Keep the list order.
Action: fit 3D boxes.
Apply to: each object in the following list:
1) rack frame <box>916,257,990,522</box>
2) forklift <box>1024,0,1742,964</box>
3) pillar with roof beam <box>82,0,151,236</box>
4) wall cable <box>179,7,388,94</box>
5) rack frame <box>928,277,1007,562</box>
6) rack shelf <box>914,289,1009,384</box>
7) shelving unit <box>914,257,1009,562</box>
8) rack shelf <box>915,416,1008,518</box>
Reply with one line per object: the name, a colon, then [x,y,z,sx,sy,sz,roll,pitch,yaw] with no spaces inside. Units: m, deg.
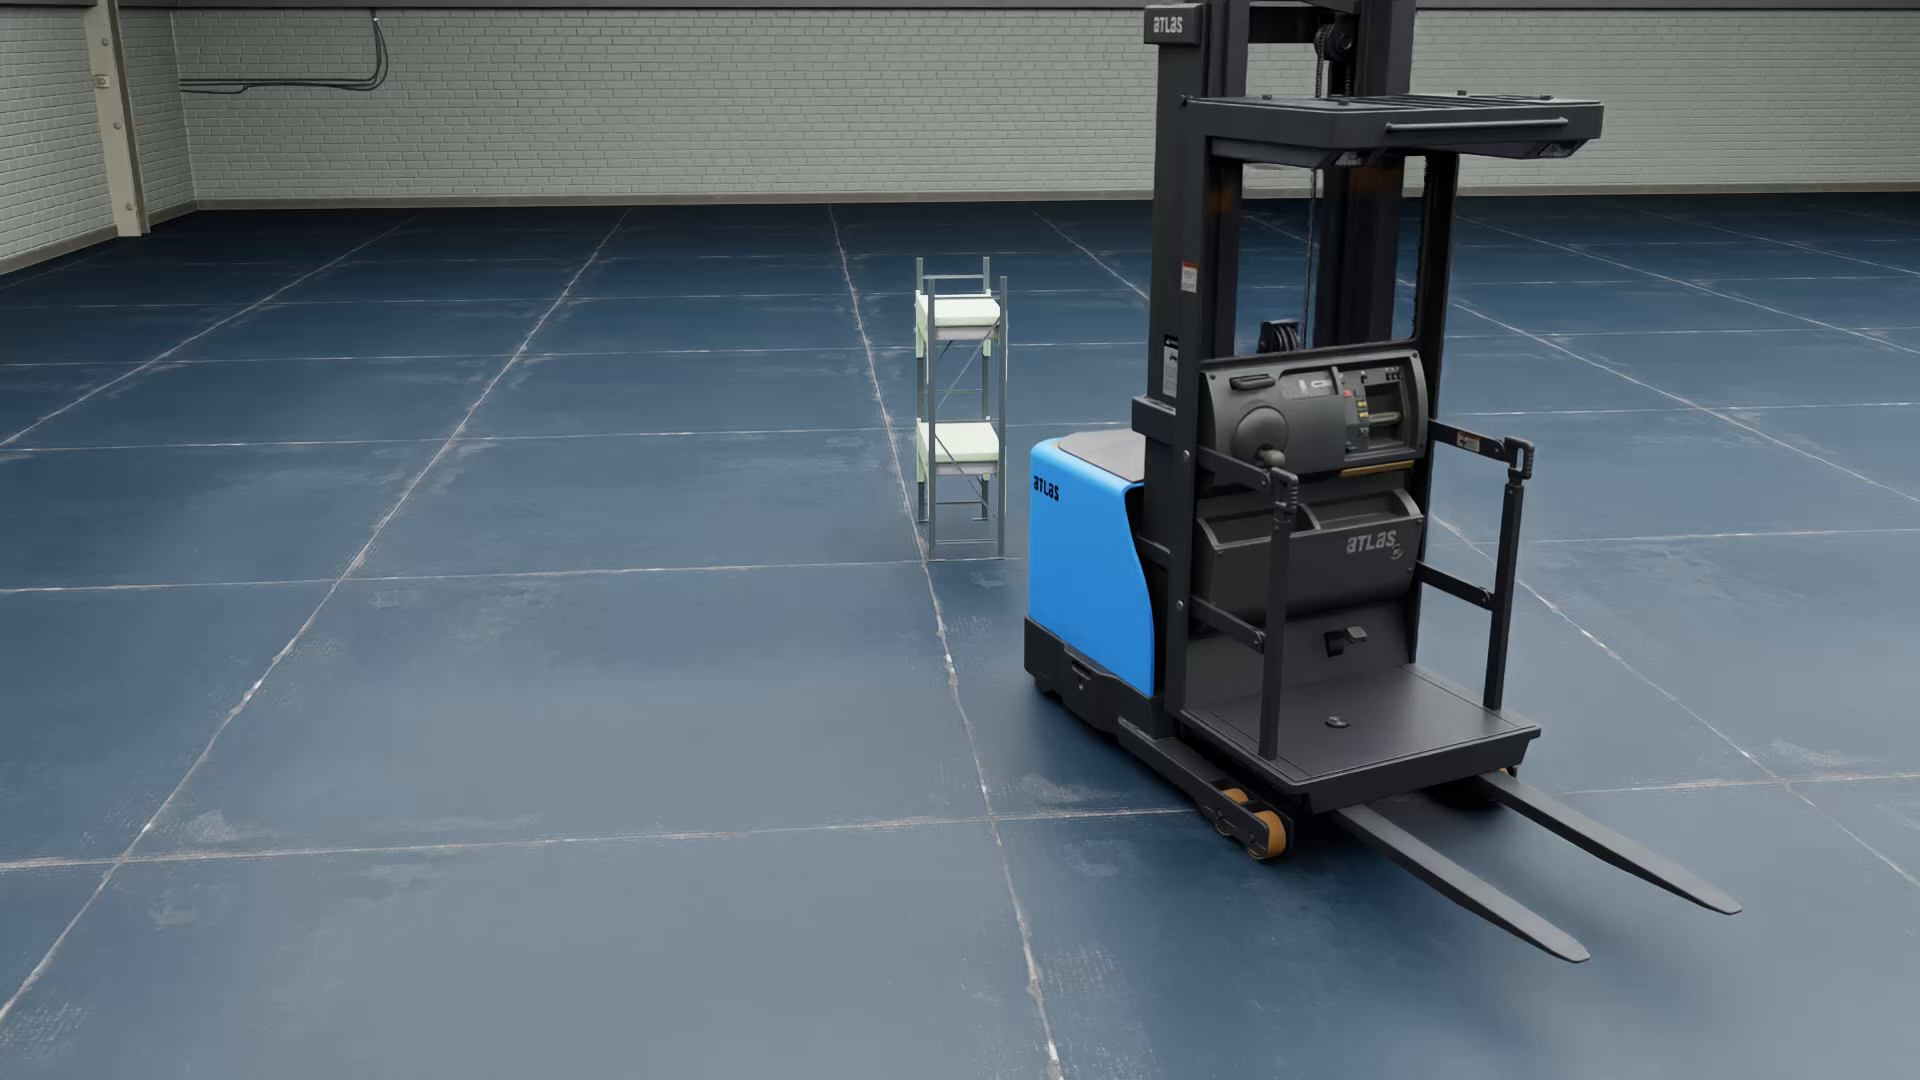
rack frame: [-0.038,-0.827,9.306,0.400,1.500,0.023,-2,18,-6]
forklift: [1.370,-0.454,5.729,1.130,2.935,3.031,-8,19,-24]
pillar with roof beam: [-6.724,-8.496,21.215,9.100,9.000,0.400,-2,18,-6]
wall cable: [-9.994,-7.800,24.183,3.097,2.526,0.112,-2,18,-6]
rack frame: [0.037,-0.609,8.611,0.400,1.500,0.023,-2,18,-6]
rack shelf: [-0.001,-1.090,8.842,0.431,0.370,0.720,-2,18,-6]
shelving unit: [-0.001,-0.718,8.959,0.431,1.500,0.755,-2,18,-6]
rack shelf: [-0.001,-0.407,9.056,0.431,0.370,0.720,-2,18,-6]
